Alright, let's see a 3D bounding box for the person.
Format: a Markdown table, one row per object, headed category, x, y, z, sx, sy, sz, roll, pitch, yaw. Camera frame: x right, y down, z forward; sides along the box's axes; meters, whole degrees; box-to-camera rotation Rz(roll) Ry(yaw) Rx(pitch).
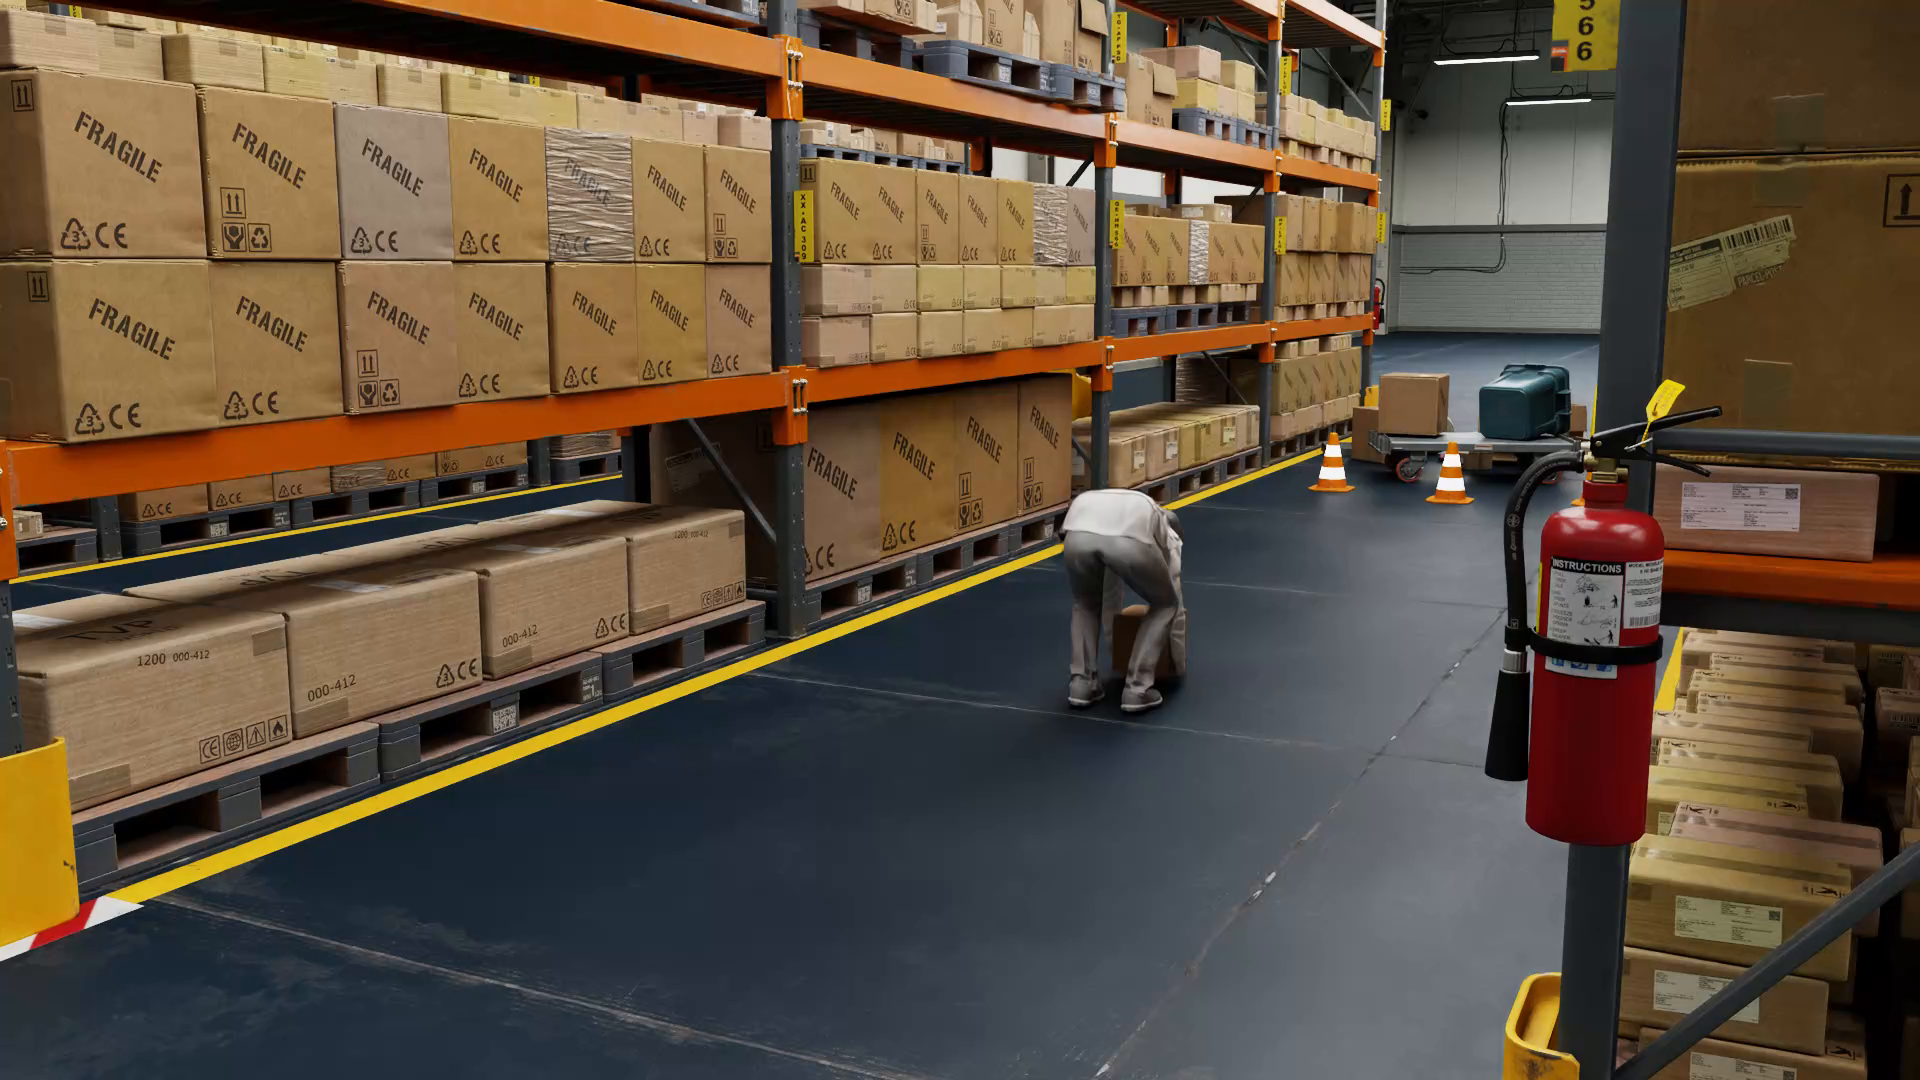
| category | x | y | z | sx | sy | sz | roll | pitch | yaw |
| --- | --- | --- | --- | --- | --- | --- | --- | --- | --- |
| person | 0.700 | 0.213 | 6.940 | 0.458 | 0.904 | 0.873 | 4 | 10 | 23 |
